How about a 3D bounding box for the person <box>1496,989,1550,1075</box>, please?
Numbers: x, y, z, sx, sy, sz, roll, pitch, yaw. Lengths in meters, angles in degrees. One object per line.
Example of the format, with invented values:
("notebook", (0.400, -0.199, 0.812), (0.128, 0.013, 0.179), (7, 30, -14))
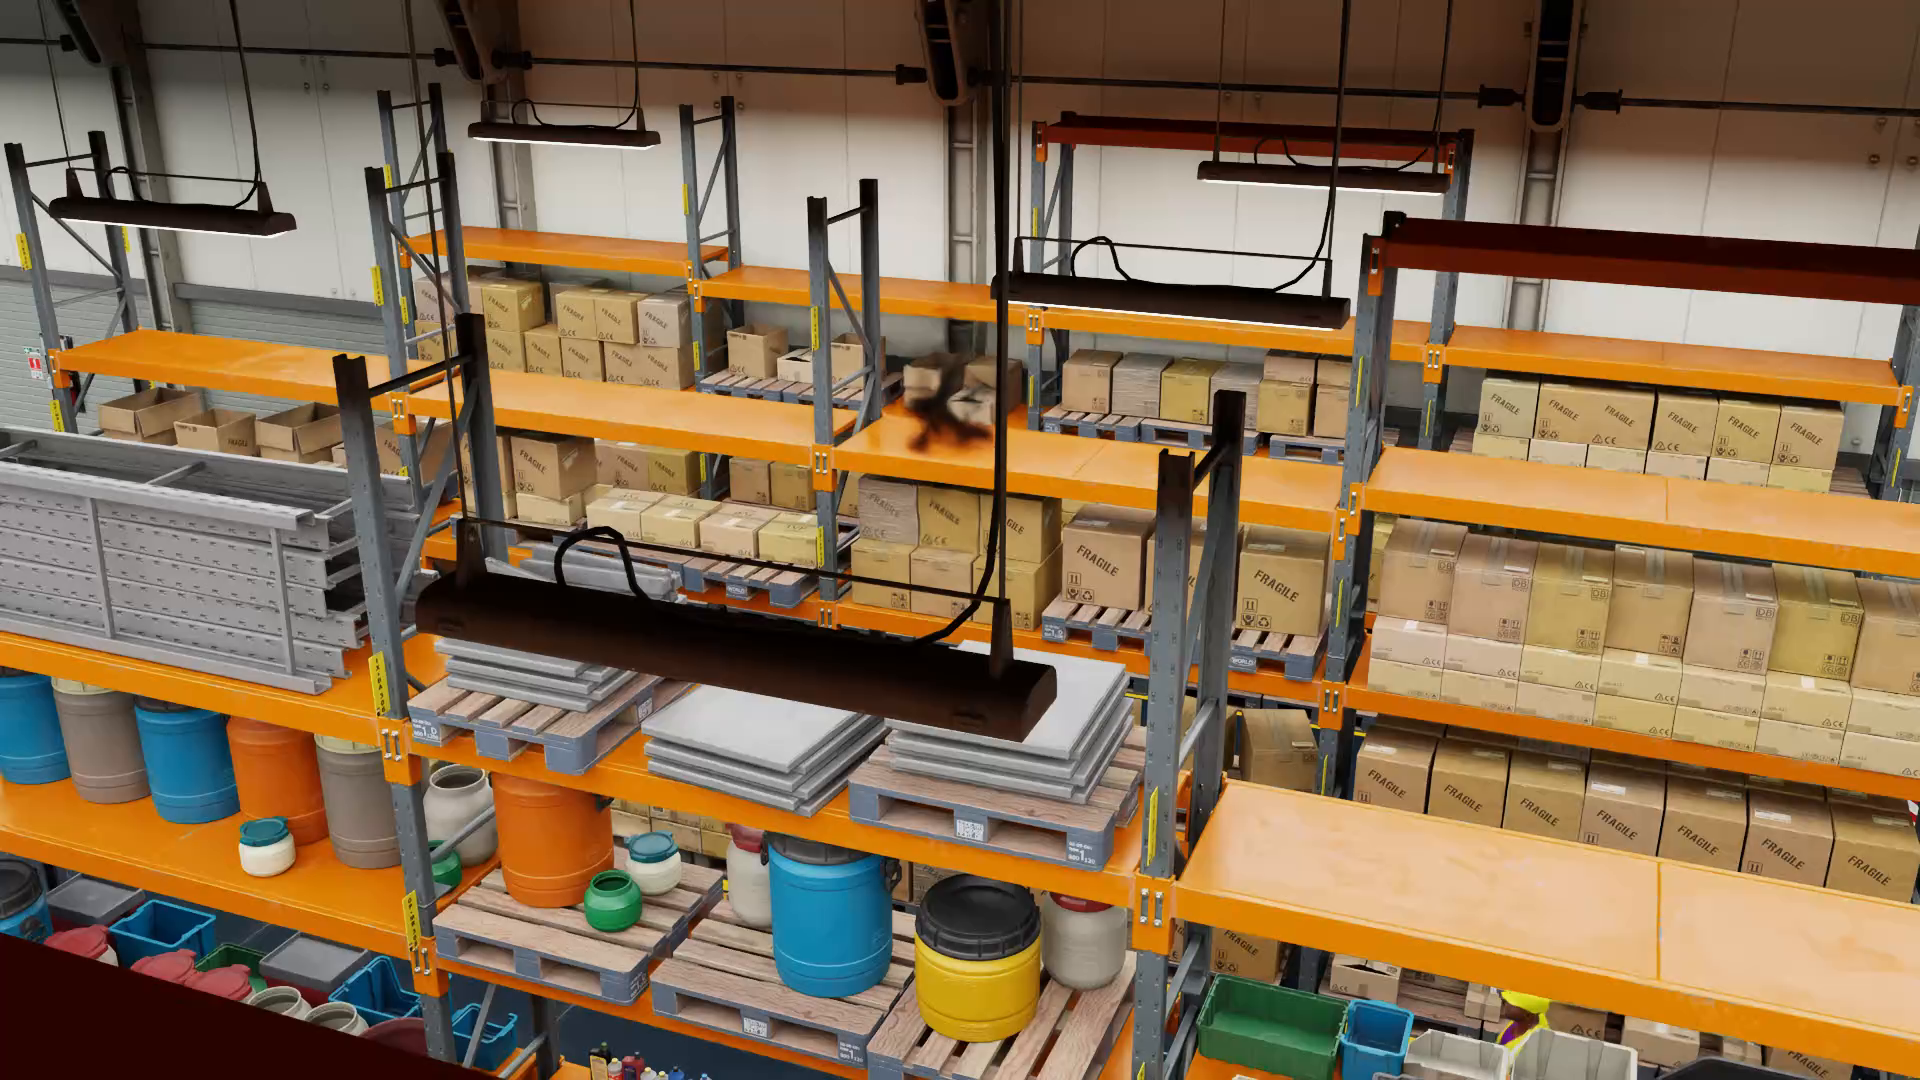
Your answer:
("person", (3.521, 3.564, 10.611), (0.629, 1.713, 0.689), (4, 21, 11))
